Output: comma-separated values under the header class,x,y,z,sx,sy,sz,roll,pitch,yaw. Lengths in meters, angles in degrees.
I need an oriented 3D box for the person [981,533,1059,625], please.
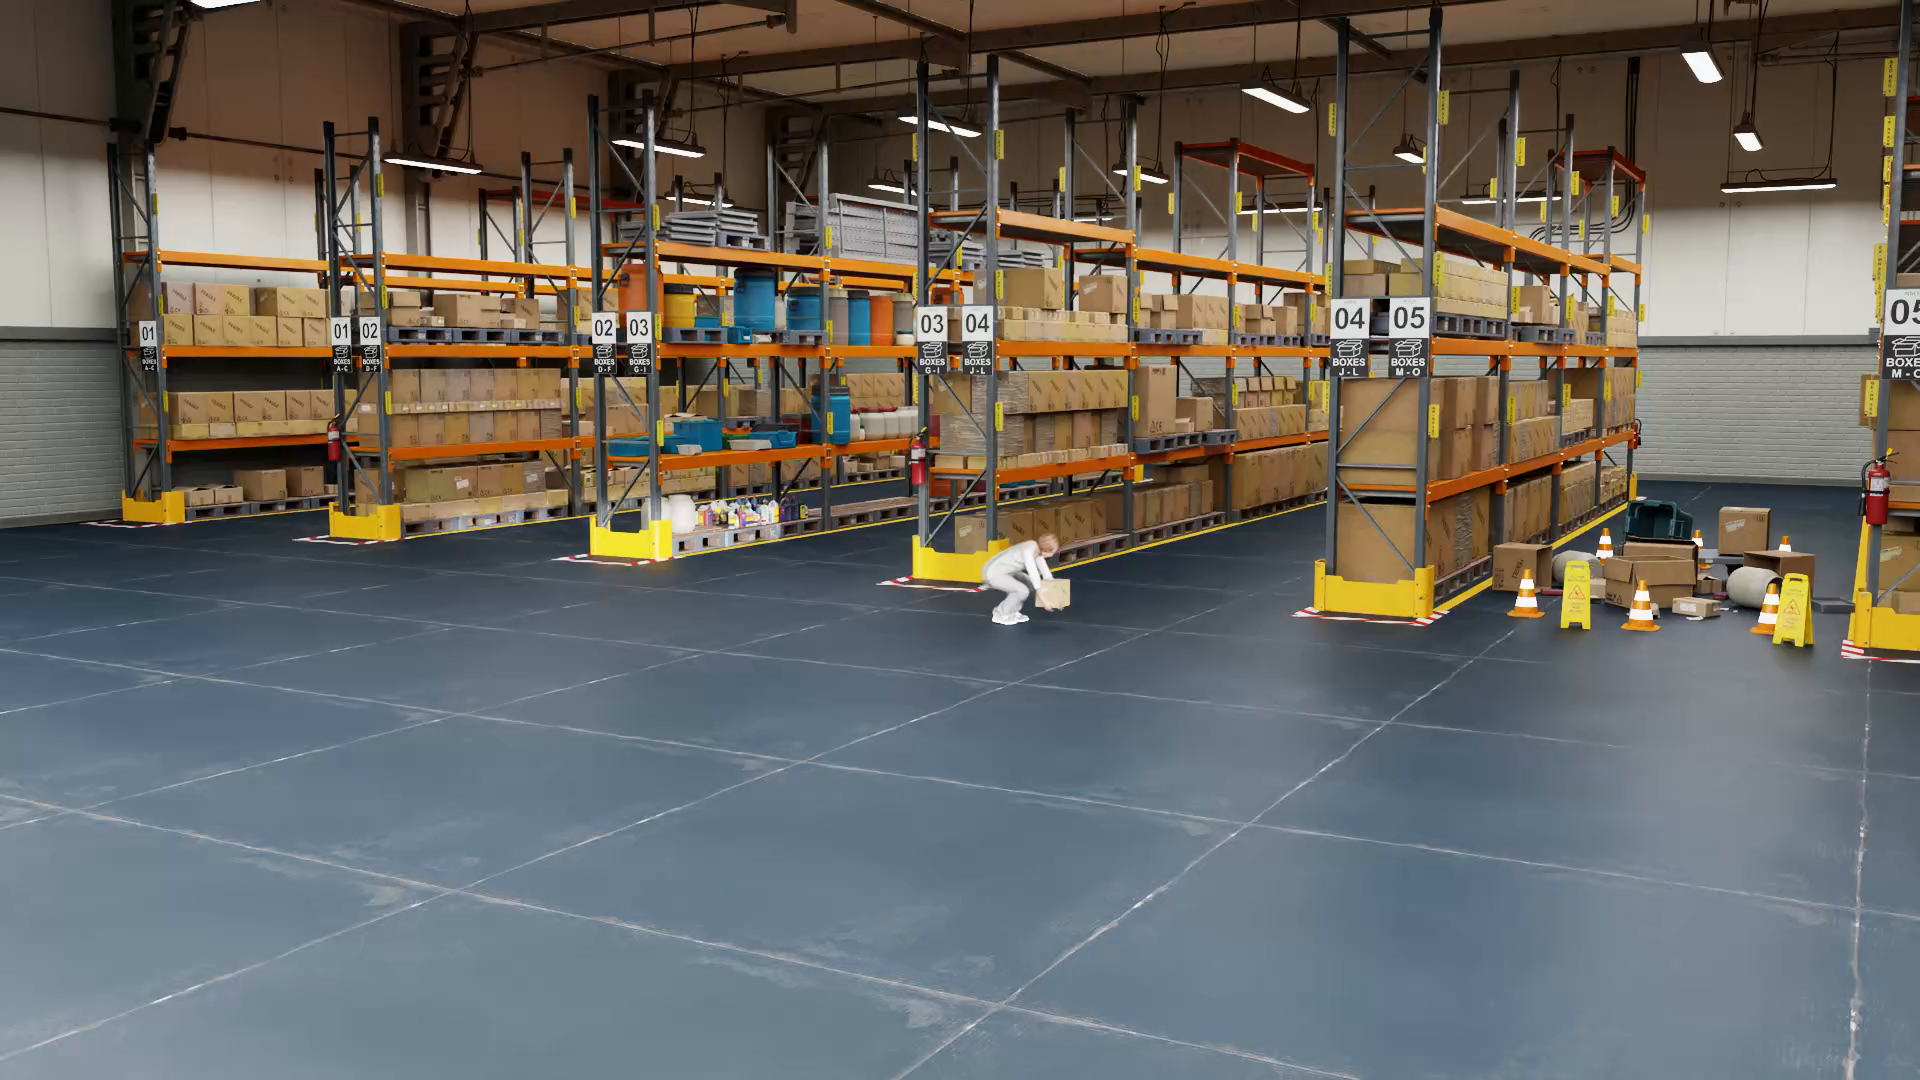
class,x,y,z,sx,sy,sz,roll,pitch,yaw
person,0.611,0.385,16.331,0.835,0.889,0.421,3,7,27
